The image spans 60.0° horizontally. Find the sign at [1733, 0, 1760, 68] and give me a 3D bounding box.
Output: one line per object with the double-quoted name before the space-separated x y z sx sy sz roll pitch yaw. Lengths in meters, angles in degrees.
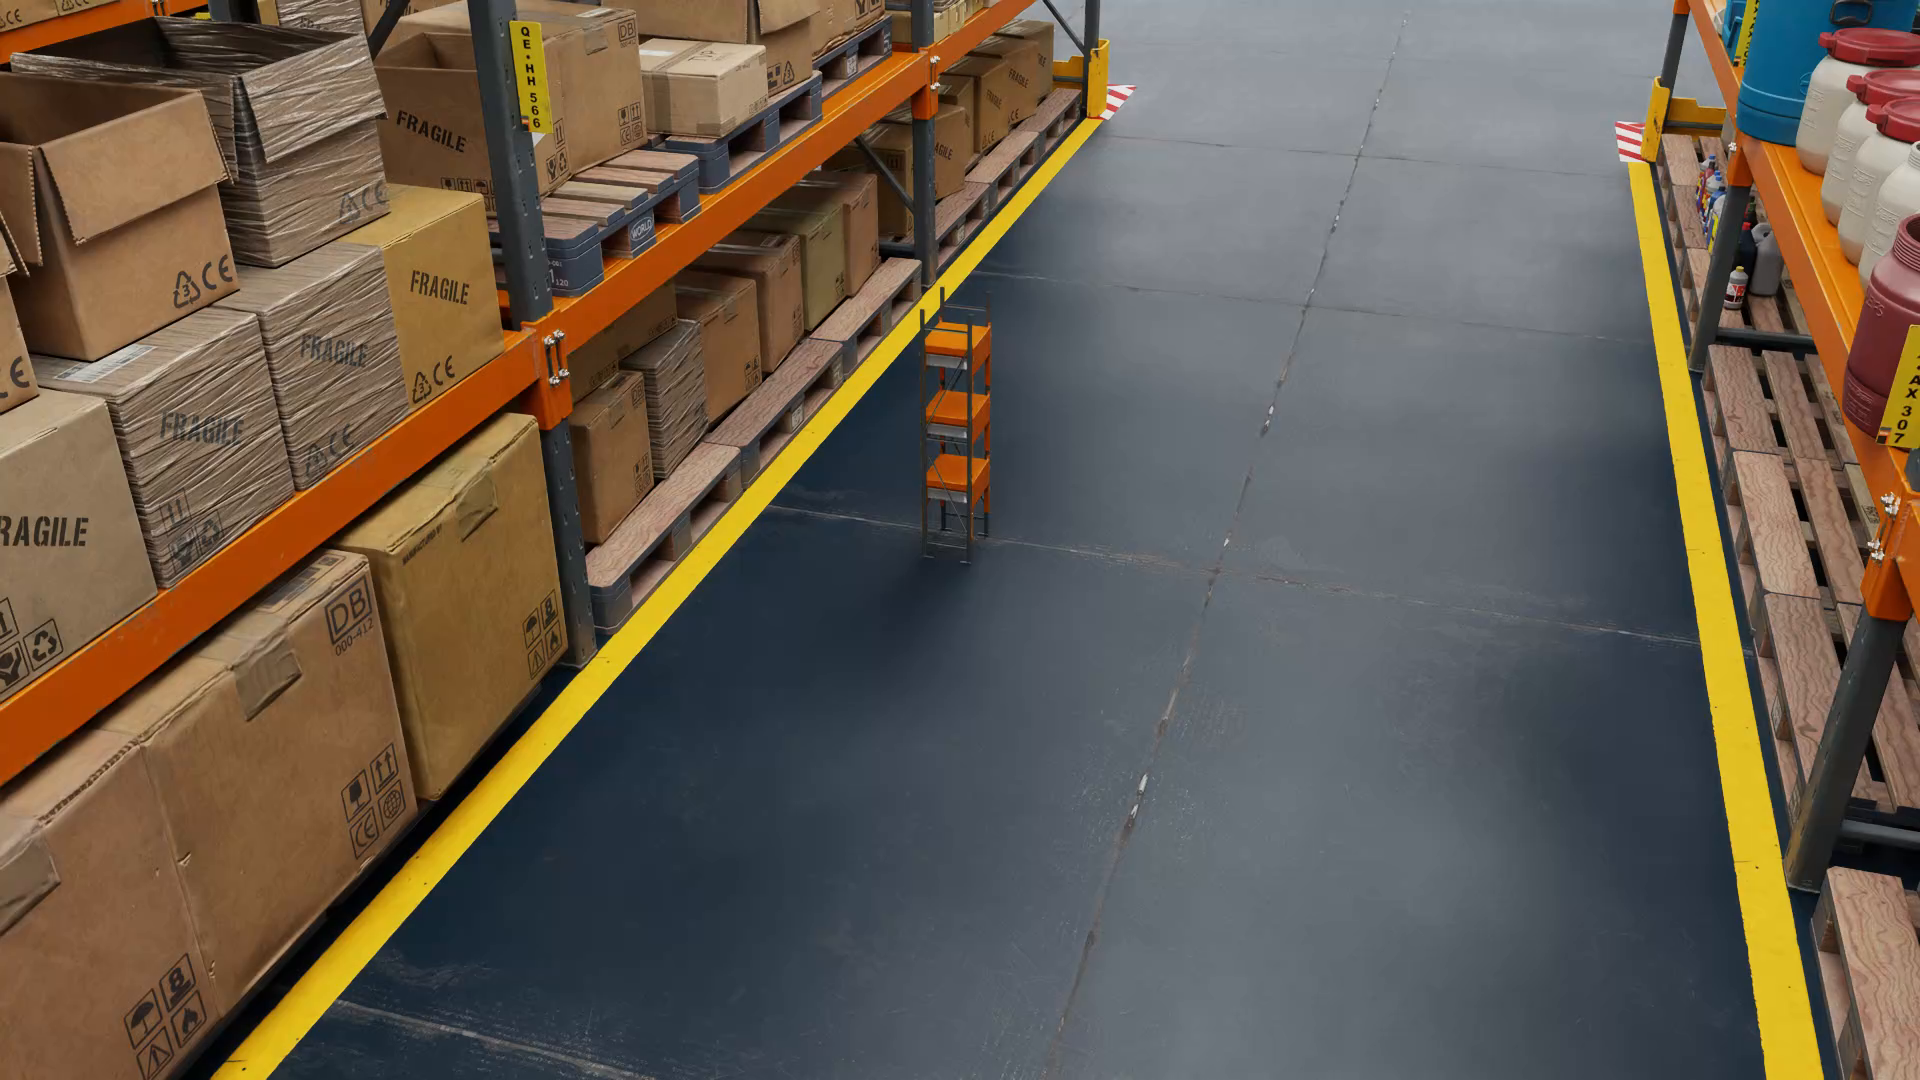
"sign" 3.582 -2.300 7.515 0.100 0.325 0.005 8 30 15

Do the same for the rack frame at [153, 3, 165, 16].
"rack frame" -5.342 -3.557 10.059 1.000 3.000 0.127 8 30 15

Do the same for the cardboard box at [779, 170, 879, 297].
"cardboard box" -0.831 -1.620 8.695 0.700 0.500 0.500 6 30 11

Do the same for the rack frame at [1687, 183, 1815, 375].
"rack frame" 4.105 -2.096 7.432 1.000 3.000 0.127 8 30 15

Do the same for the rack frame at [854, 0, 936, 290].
"rack frame" -0.630 -2.802 8.702 1.000 3.000 0.127 8 30 15

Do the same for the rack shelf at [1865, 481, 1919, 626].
"rack shelf" 2.344 1.007 2.594 1.077 0.370 4.000 8 30 15

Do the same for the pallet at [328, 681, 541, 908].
"pallet" -2.108 0.631 5.399 1.003 0.211 1.213 8 30 15

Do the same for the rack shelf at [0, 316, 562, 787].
"rack shelf" -2.391 0.300 3.865 1.077 0.370 4.000 8 30 15

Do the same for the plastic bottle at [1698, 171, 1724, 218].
"plastic bottle" 4.348 -1.997 9.609 0.097 0.271 0.097 0 29 0

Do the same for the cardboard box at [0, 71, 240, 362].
"cardboard box" -2.228 -0.786 3.942 0.797 0.503 0.637 9 30 16

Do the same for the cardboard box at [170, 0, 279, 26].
"cardboard box" -5.090 -3.094 10.981 0.875 0.875 0.875 9 30 16

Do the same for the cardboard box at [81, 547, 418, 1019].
"cardboard box" -2.296 0.532 4.461 1.225 0.875 0.875 9 30 15

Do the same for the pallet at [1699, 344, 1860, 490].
"pallet" 3.911 -0.507 7.444 1.003 0.211 1.213 8 30 15

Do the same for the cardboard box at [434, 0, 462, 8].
"cardboard box" -4.304 -4.346 13.231 0.875 0.875 0.875 9 30 15

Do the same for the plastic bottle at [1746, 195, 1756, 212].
"plastic bottle" 4.323 -1.741 9.135 0.061 0.283 0.133 8 30 15

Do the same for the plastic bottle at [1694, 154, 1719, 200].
"plastic bottle" 4.449 -2.156 9.895 0.097 0.271 0.097 0 29 0

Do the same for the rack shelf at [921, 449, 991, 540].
"rack shelf" -0.016 -0.182 6.590 0.215 0.259 0.240 8 30 15

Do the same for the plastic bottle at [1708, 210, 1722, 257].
"plastic bottle" 4.169 -1.710 9.011 0.144 0.351 0.185 8 30 15

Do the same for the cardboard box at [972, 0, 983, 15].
"cardboard box" -0.082 -3.102 9.498 0.380 0.149 0.250 8 30 15

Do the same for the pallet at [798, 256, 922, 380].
"pallet" -0.857 -1.222 8.729 1.003 0.211 1.213 8 30 15

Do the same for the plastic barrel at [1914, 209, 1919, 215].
"plastic barrel" 3.028 -0.794 4.977 0.421 0.512 0.421 0 29 0

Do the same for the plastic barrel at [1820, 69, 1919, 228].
"plastic barrel" 3.399 -1.401 6.043 0.433 0.535 0.433 0 29 0

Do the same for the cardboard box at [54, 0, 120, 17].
"cardboard box" -5.239 -3.320 9.530 0.500 0.500 0.500 8 30 15

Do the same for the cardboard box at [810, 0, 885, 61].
"cardboard box" -0.997 -2.899 7.826 1.000 1.000 1.000 9 30 15

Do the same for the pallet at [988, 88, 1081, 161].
"pallet" 0.249 -3.035 11.988 1.003 0.211 1.213 8 30 15

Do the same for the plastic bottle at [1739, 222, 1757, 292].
"plastic bottle" 4.018 -1.471 8.581 0.144 0.351 0.185 8 30 14

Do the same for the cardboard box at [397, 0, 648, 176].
"cardboard box" -1.616 -1.701 6.188 0.700 0.500 0.500 13 32 22

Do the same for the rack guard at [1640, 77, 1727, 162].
"rack guard" 5.302 -2.820 11.305 1.175 0.500 0.348 8 30 15

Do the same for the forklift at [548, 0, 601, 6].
"forklift" -2.199 -2.793 8.756 1.130 2.935 3.031 6 30 11

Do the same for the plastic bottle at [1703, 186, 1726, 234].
"plastic bottle" 4.259 -1.856 9.356 0.097 0.271 0.097 0 29 0

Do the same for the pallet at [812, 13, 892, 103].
"pallet" -0.993 -2.384 8.148 1.003 0.211 1.213 8 30 15

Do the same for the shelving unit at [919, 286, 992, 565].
"shelving unit" -0.016 -0.434 6.450 0.215 1.050 0.252 8 30 15

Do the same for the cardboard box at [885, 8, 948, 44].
"cardboard box" -0.279 -2.750 8.866 0.380 0.149 0.250 8 30 15

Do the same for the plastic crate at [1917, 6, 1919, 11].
"plastic crate" 4.773 -2.594 8.545 0.450 0.188 0.662 8 30 15

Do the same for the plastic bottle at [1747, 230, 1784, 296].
"plastic bottle" 4.156 -1.450 8.544 0.144 0.351 0.185 8 30 15

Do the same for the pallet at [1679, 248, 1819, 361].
"pallet" 4.342 -1.183 8.660 1.003 0.211 1.213 8 30 15

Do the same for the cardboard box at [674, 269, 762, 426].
"cardboard box" -1.316 -0.882 7.368 0.700 0.500 0.500 11 31 19

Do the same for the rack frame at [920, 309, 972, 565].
"rack frame" -0.052 -0.377 6.348 0.200 1.050 0.008 8 30 15

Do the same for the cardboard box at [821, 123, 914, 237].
"cardboard box" -0.474 -2.074 9.532 0.500 0.500 0.500 8 30 13

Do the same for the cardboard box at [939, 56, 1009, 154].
"cardboard box" 0.000 -2.894 11.006 0.500 0.500 0.500 11 31 20

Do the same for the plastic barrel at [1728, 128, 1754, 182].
"plastic barrel" 5.012 -2.501 10.288 0.421 0.512 0.421 0 29 0

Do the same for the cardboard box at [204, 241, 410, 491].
"cardboard box" -1.864 -0.492 4.445 0.500 0.500 0.500 8 30 14
